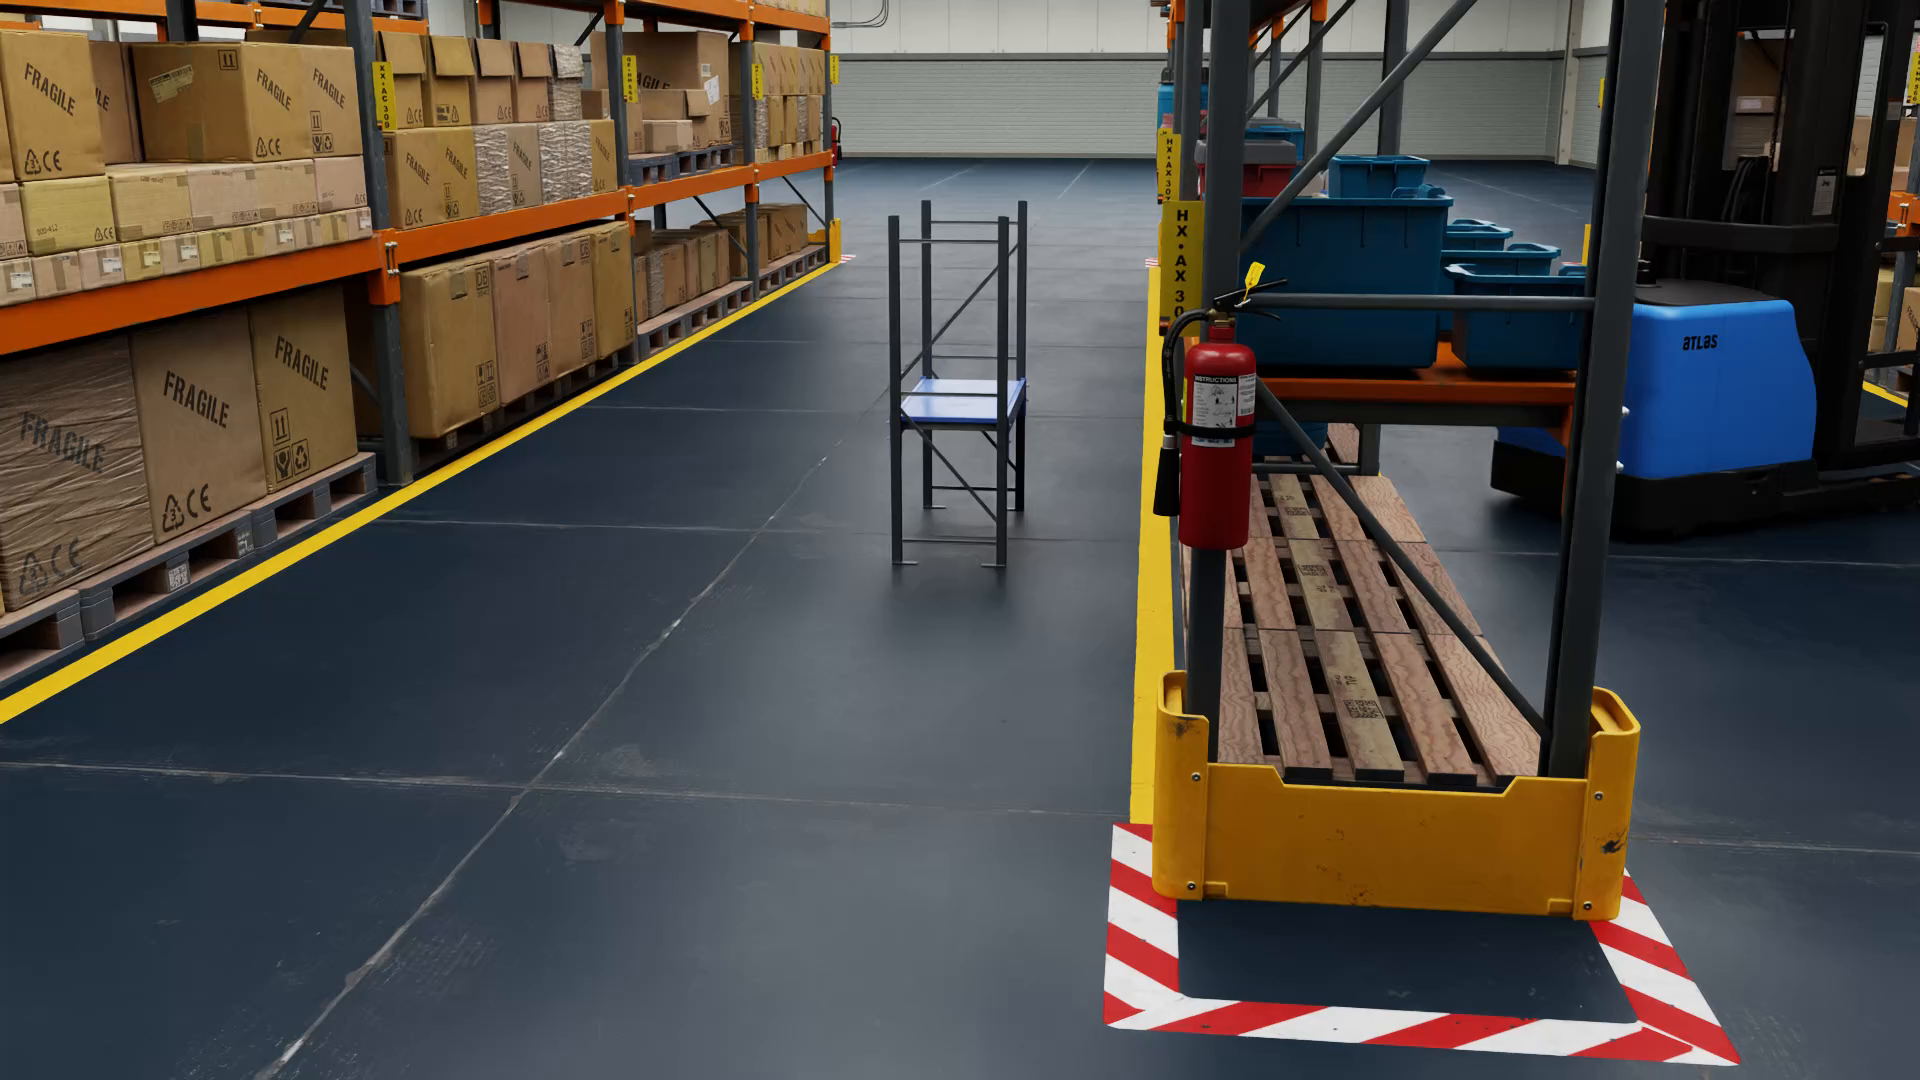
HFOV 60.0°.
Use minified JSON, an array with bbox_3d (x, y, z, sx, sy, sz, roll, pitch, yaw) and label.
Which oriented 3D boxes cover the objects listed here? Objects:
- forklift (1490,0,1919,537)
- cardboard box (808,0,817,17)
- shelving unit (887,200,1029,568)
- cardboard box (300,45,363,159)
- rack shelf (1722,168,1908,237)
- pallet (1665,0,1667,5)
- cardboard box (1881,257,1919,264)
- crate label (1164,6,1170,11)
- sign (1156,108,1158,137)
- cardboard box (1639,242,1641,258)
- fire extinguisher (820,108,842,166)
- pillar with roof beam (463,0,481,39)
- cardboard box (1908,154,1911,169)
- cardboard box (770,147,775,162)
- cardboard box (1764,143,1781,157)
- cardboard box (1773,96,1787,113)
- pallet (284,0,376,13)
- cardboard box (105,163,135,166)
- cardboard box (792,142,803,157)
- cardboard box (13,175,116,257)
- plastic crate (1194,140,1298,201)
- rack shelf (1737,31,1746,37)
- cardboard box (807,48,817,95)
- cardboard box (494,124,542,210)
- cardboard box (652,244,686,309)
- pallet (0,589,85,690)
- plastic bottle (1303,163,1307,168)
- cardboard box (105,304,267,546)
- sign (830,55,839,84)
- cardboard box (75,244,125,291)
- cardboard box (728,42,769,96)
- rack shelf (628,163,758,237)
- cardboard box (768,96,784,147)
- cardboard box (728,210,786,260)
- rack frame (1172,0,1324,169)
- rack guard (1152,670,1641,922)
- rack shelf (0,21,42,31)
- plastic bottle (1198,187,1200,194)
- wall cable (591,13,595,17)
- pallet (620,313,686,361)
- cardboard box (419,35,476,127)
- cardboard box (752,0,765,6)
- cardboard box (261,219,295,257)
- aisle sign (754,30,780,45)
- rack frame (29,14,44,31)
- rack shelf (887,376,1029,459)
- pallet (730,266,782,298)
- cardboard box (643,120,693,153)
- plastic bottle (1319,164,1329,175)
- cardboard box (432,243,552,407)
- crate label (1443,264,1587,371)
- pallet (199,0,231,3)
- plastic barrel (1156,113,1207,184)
[{"bbox_3d":[4.230,-1.671,8.226,3.031,2.935,1.130,-7,17,-25],"label":"forklift"},{"bbox_3d":[-1.887,-5.973,18.544,0.500,0.250,0.500,2,15,7],"label":"cardboard box"},{"bbox_3d":[0.010,-0.746,7.548,0.538,1.500,1.048,2,15,6],"label":"shelving unit"},{"bbox_3d":[-3.172,-2.053,7.788,0.500,0.500,0.500,2,15,8],"label":"cardboard box"},{"bbox_3d":[7.134,-2.663,13.141,1.077,0.370,4.000,2,15,6],"label":"rack shelf"},{"bbox_3d":[7.570,-5.472,16.574,1.003,0.211,1.213,2,15,6],"label":"pallet"},{"bbox_3d":[7.370,-2.033,12.824,0.500,0.311,0.500,1,15,5],"label":"cardboard box"},{"bbox_3d":[2.350,-5.614,17.214,0.502,0.251,0.408,2,15,6],"label":"crate label"},{"bbox_3d":[2.344,-4.864,19.374,0.100,0.325,0.005,2,15,6],"label":"sign"},{"bbox_3d":[7.420,-3.050,17.657,0.500,0.250,0.500,2,15,6],"label":"cardboard box"},{"bbox_3d":[-1.561,-4.838,19.955,0.296,0.674,0.183,2,15,6],"label":"fire extinguisher"},{"bbox_3d":[-10.122,-15.692,48.455,9.100,9.000,0.400,2,15,6],"label":"pillar with roof beam"},{"bbox_3d":[7.202,-2.675,11.978,0.500,0.311,0.500,2,15,6],"label":"cardboard box"},{"bbox_3d":[-2.099,-3.942,16.977,0.380,0.149,0.250,2,15,6],"label":"cardboard box"},{"bbox_3d":[7.347,-3.327,14.508,0.500,0.250,0.500,3,15,10],"label":"cardboard box"},{"bbox_3d":[7.582,-3.954,15.105,0.380,0.149,0.250,2,15,6],"label":"cardboard box"},{"bbox_3d":[-7.157,-5.926,18.256,1.003,0.211,1.213,2,15,6],"label":"pallet"},{"bbox_3d":[-3.813,-1.440,6.960,0.500,0.250,0.500,2,15,8],"label":"cardboard box"},{"bbox_3d":[-1.924,-4.266,18.172,0.380,0.149,0.250,2,15,6],"label":"cardboard box"},{"bbox_3d":[-3.402,-1.162,5.931,0.500,0.250,0.500,1,15,4],"label":"cardboard box"},{"bbox_3d":[1.186,-1.436,6.990,0.402,0.464,0.583,2,15,6],"label":"plastic crate"},{"bbox_3d":[7.134,-4.111,12.750,1.077,0.370,4.000,2,15,6],"label":"rack shelf"},{"bbox_3d":[-1.899,-5.254,18.668,0.500,0.500,0.500,2,15,6],"label":"cardboard box"},{"bbox_3d":[-2.920,-2.301,10.235,0.500,0.500,0.500,2,15,7],"label":"cardboard box"},{"bbox_3d":[-2.772,-2.256,14.204,0.700,0.500,0.500,3,15,11],"label":"cardboard box"},{"bbox_3d":[-3.825,0.427,5.678,1.003,0.211,1.213,2,15,6],"label":"pallet"},{"bbox_3d":[2.072,-2.124,9.995,0.061,0.283,0.133,2,15,6],"label":"plastic bottle"},{"bbox_3d":[-3.641,-0.522,7.110,0.875,0.875,0.875,2,15,6],"label":"cardboard box"},{"bbox_3d":[-1.482,-5.549,19.613,0.100,0.325,0.005,2,15,6],"label":"sign"},{"bbox_3d":[-3.326,-1.004,6.109,0.380,0.149,0.250,2,15,6],"label":"cardboard box"},{"bbox_3d":[-2.180,-4.605,16.270,0.500,0.500,0.500,2,15,6],"label":"cardboard box"},{"bbox_3d":[-2.709,-2.956,14.224,1.077,0.370,4.000,2,15,6],"label":"rack shelf"},{"bbox_3d":[-2.279,-4.257,16.897,0.875,0.500,0.500,2,15,6],"label":"cardboard box"},{"bbox_3d":[-2.242,-3.376,18.384,0.500,0.500,0.500,3,15,11],"label":"cardboard box"},{"bbox_3d":[1.987,-2.638,11.672,1.000,3.000,0.127,2,15,6],"label":"rack frame"},{"bbox_3d":[1.094,0.650,4.301,1.175,0.500,0.348,2,15,6],"label":"rack guard"},{"bbox_3d":[-12.104,-5.733,18.749,1.077,0.370,4.000,2,15,6],"label":"rack shelf"},{"bbox_3d":[1.259,-1.653,8.265,0.152,0.276,0.135,2,15,6],"label":"plastic bottle"},{"bbox_3d":[-10.065,-17.403,51.057,3.097,2.526,0.112,2,15,6],"label":"wall cable"},{"bbox_3d":[-2.845,-1.641,13.325,1.003,0.211,1.213,2,15,6],"label":"pallet"},{"bbox_3d":[-3.233,-2.623,9.502,0.797,0.503,0.637,2,15,7],"label":"cardboard box"},{"bbox_3d":[-2.178,-5.306,16.080,0.500,0.250,0.500,1,15,4],"label":"cardboard box"},{"bbox_3d":[-3.182,-1.337,7.340,0.380,0.149,0.250,2,15,7],"label":"cardboard box"},{"bbox_3d":[-2.323,-6.139,19.638,0.394,0.787,0.004,2,15,6],"label":"aisle sign"},{"bbox_3d":[-11.878,-5.151,20.965,1.000,3.000,0.127,2,15,6],"label":"rack frame"},{"bbox_3d":[0.010,-0.572,7.595,0.538,0.185,1.000,2,15,6],"label":"rack shelf"},{"bbox_3d":[-2.442,-2.651,17.061,1.003,0.211,1.213,2,15,6],"label":"pallet"},{"bbox_3d":[-2.517,-3.342,13.759,0.500,0.250,0.500,1,15,5],"label":"cardboard box"},{"bbox_3d":[2.141,-2.078,9.695,0.144,0.351,0.185,2,15,6],"label":"plastic bottle"},{"bbox_3d":[-3.233,-1.322,10.071,1.225,0.875,0.875,1,15,4],"label":"cardboard box"},{"bbox_3d":[1.439,-0.566,4.214,0.416,0.233,0.303,2,15,6],"label":"crate label"},{"bbox_3d":[-7.454,-5.110,15.434,0.805,0.209,1.217,1,15,4],"label":"pallet"},{"bbox_3d":[1.738,-2.833,12.133,0.600,0.536,0.708,2,15,6],"label":"plastic barrel"}]
